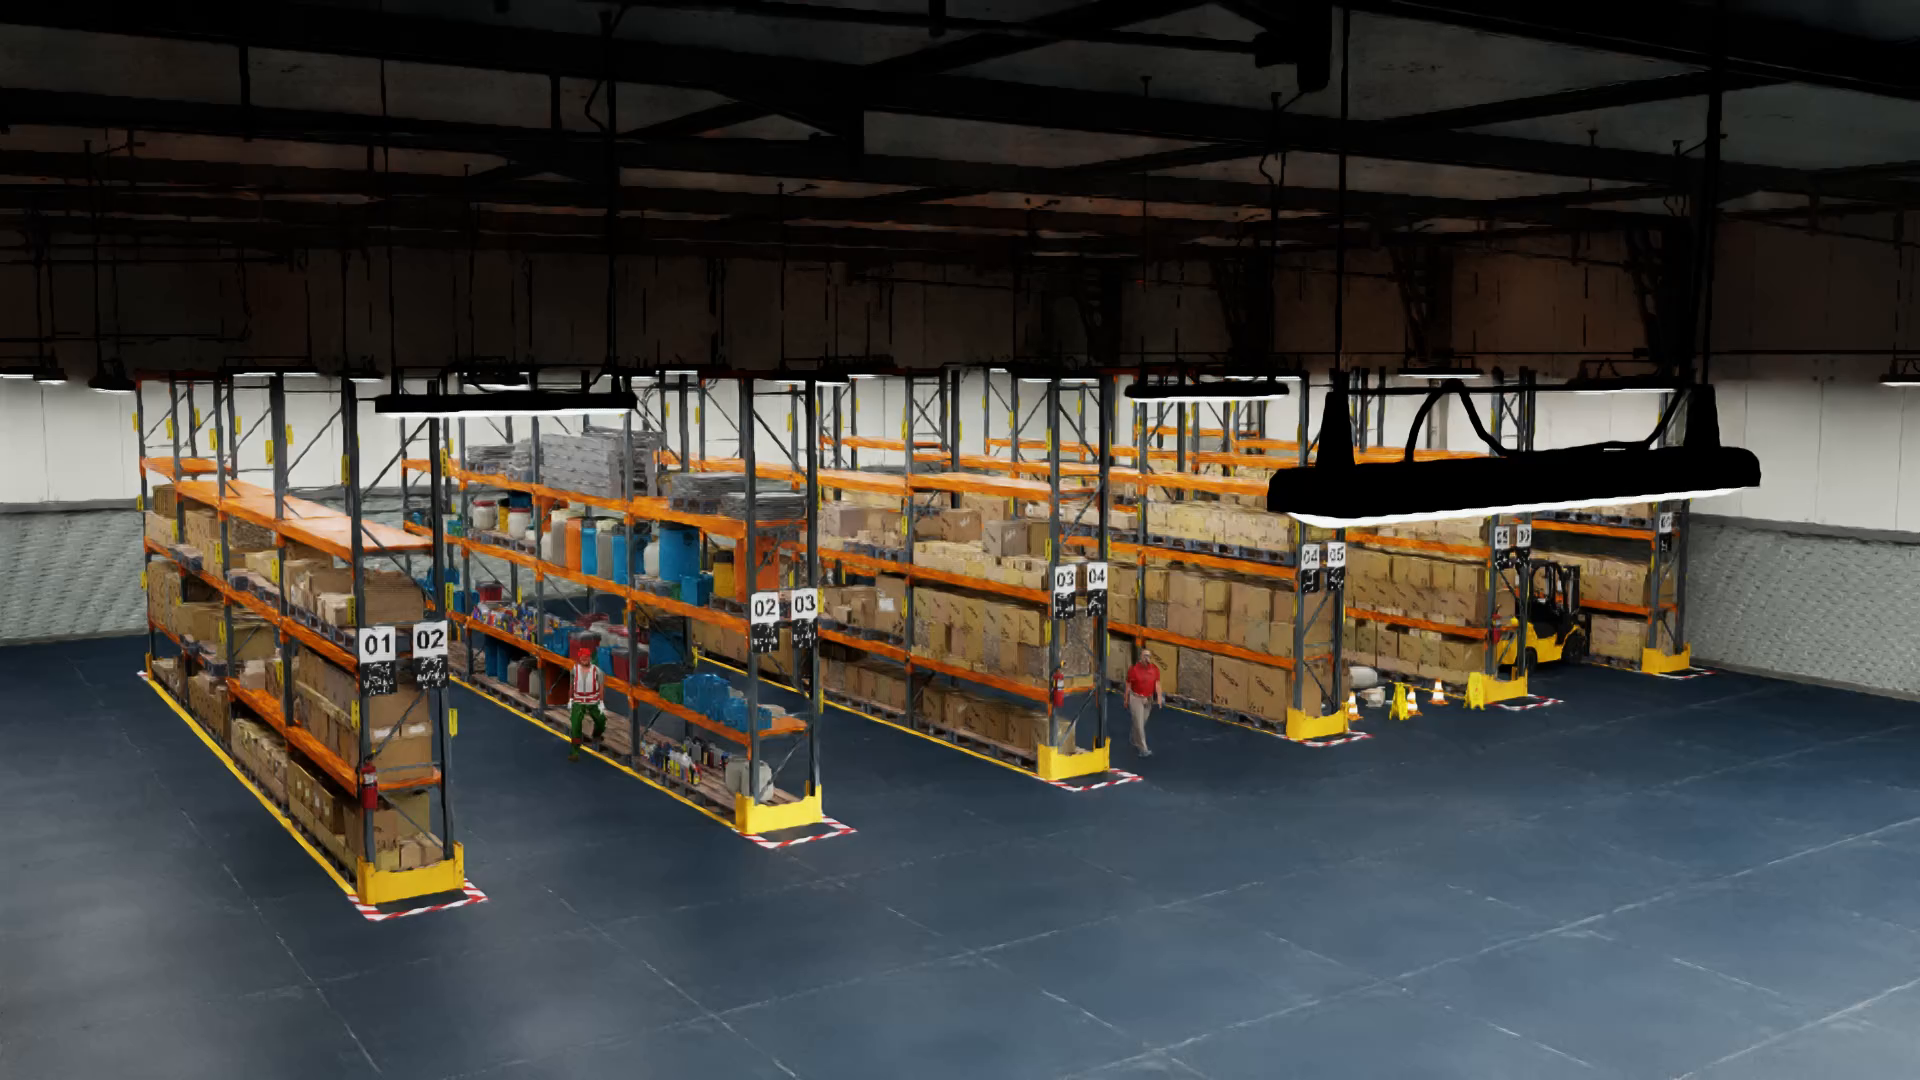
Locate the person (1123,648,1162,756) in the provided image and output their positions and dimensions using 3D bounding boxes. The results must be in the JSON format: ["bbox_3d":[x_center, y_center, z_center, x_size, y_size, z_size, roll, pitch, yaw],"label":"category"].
[{"bbox_3d":[2.911,2.528,26.297,0.532,1.657,1.032,-3,7,-25],"label":"person"}]

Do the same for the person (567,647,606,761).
[{"bbox_3d":[-5.840,2.537,25.952,0.599,1.750,0.949,-1,6,-6],"label":"person"}]

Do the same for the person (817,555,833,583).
[{"bbox_3d":[-3.674,0.381,44.988,0.568,1.780,0.595,2,7,13],"label":"person"}]

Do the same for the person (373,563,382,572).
[{"bbox_3d":[-13.117,1.288,37.648,0.534,1.598,0.939,-1,7,-12],"label":"person"}]
